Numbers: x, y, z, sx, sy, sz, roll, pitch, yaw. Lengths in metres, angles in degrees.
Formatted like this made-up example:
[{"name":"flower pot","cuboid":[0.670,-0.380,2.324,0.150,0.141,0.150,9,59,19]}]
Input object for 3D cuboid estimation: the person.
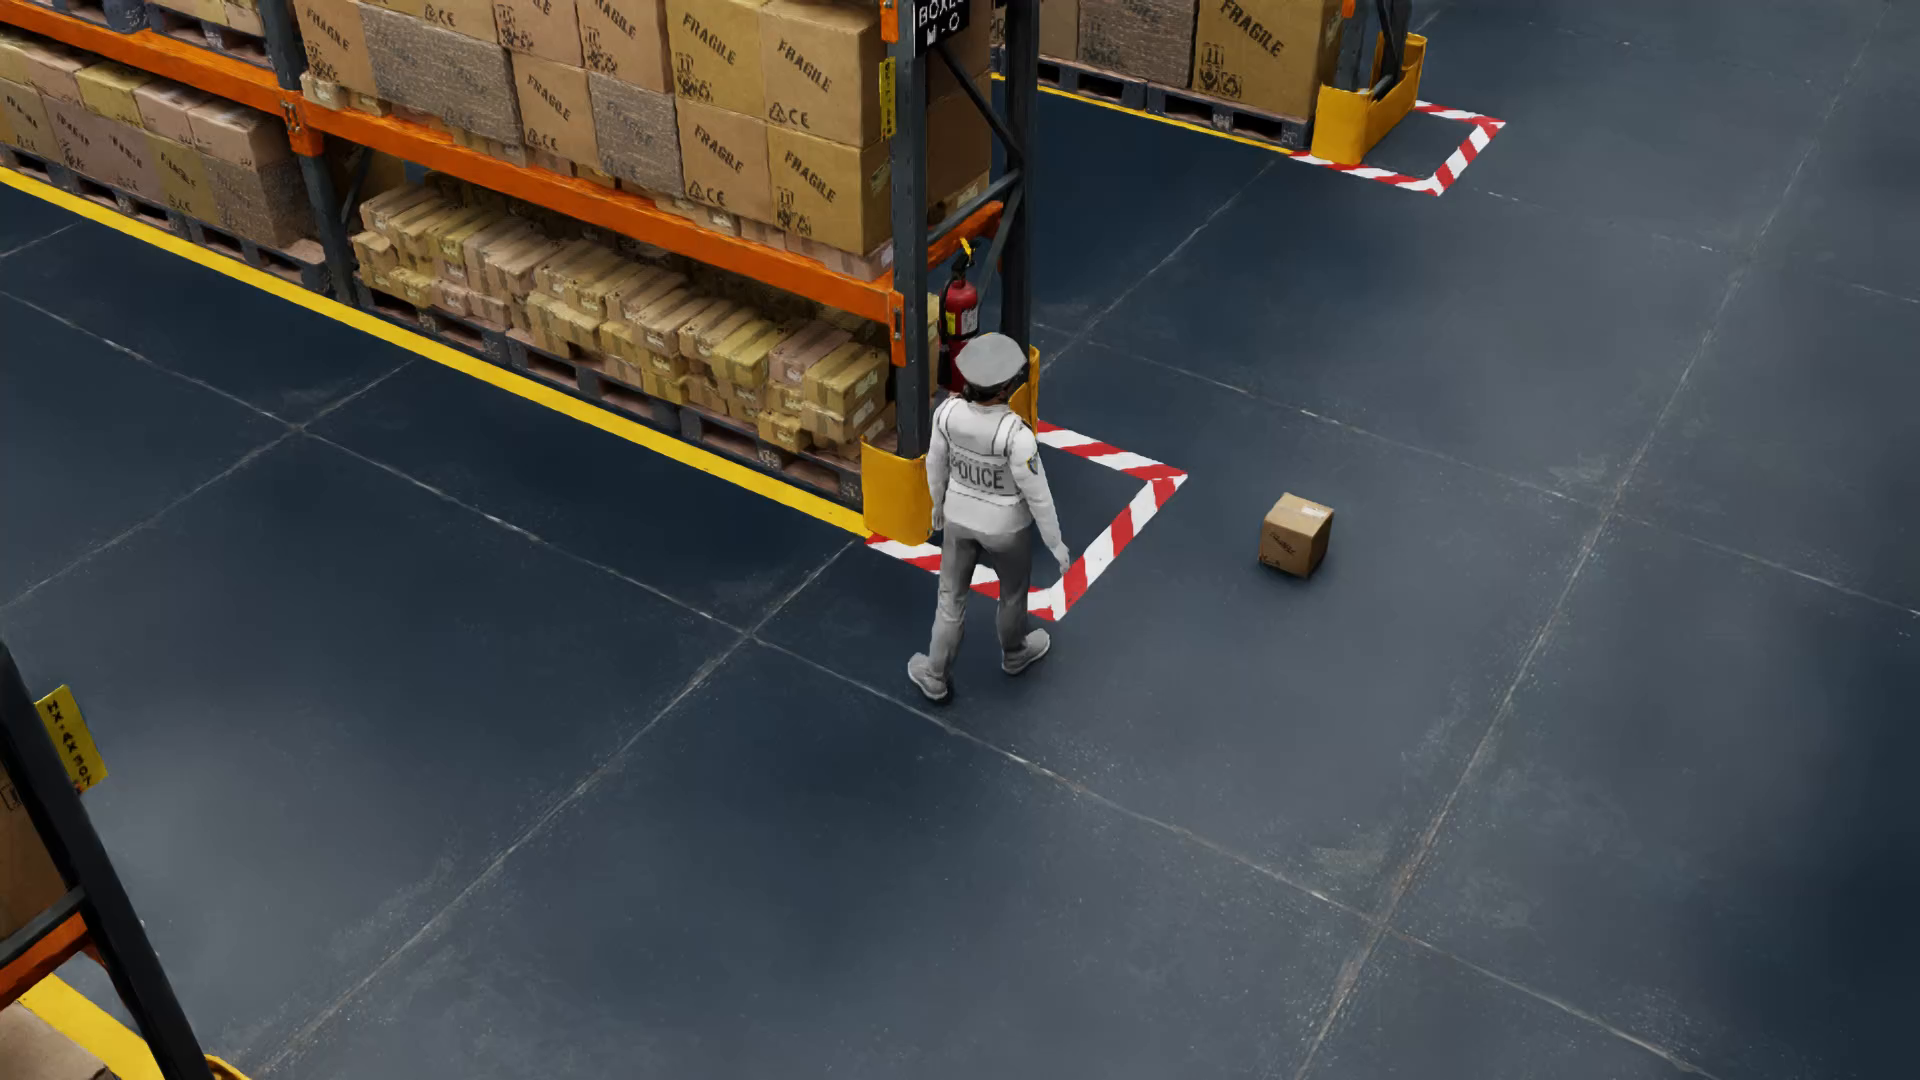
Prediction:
[{"name":"person","cuboid":[0.143,-0.076,6.747,0.676,1.664,0.608,18,42,21]}]
